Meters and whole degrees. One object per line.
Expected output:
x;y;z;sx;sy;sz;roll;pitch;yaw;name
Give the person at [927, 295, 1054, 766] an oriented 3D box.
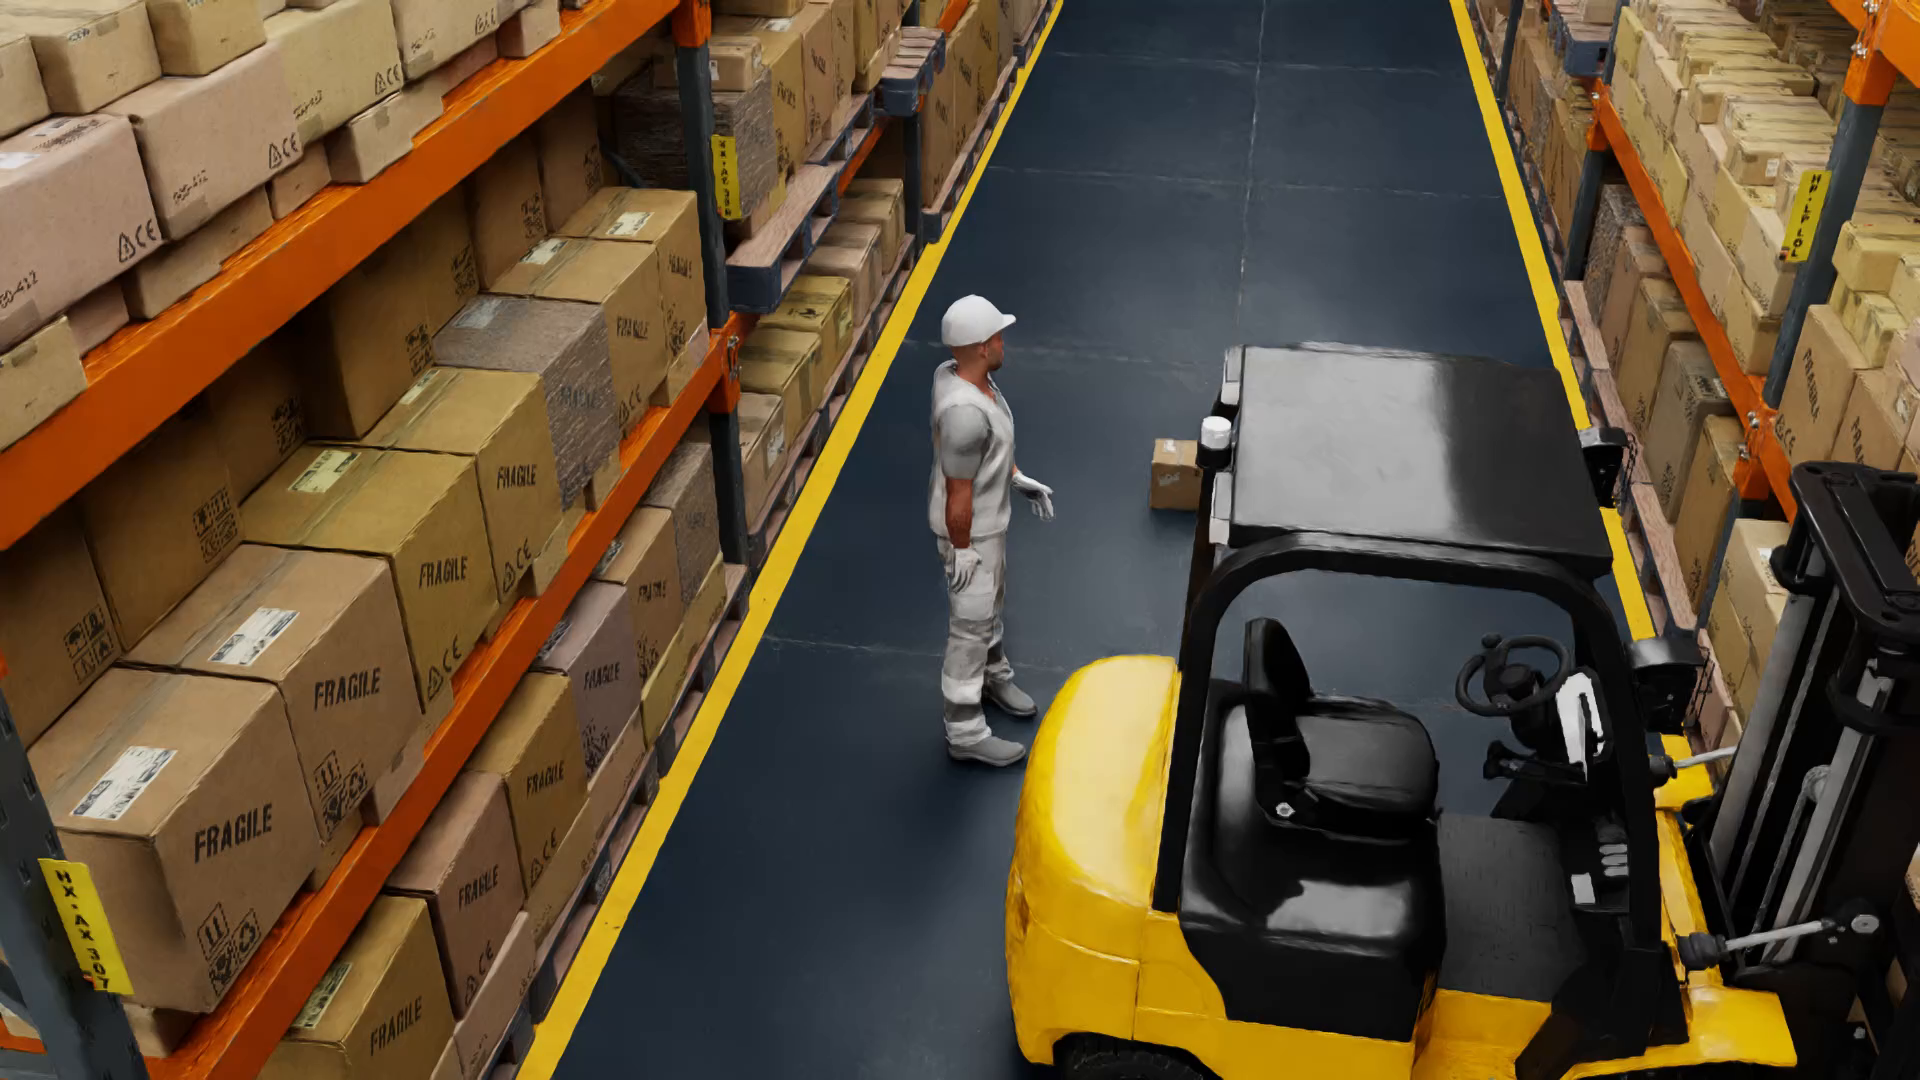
0.114;-0.046;6.176;0.478;1.787;0.628;0;32;1;person
